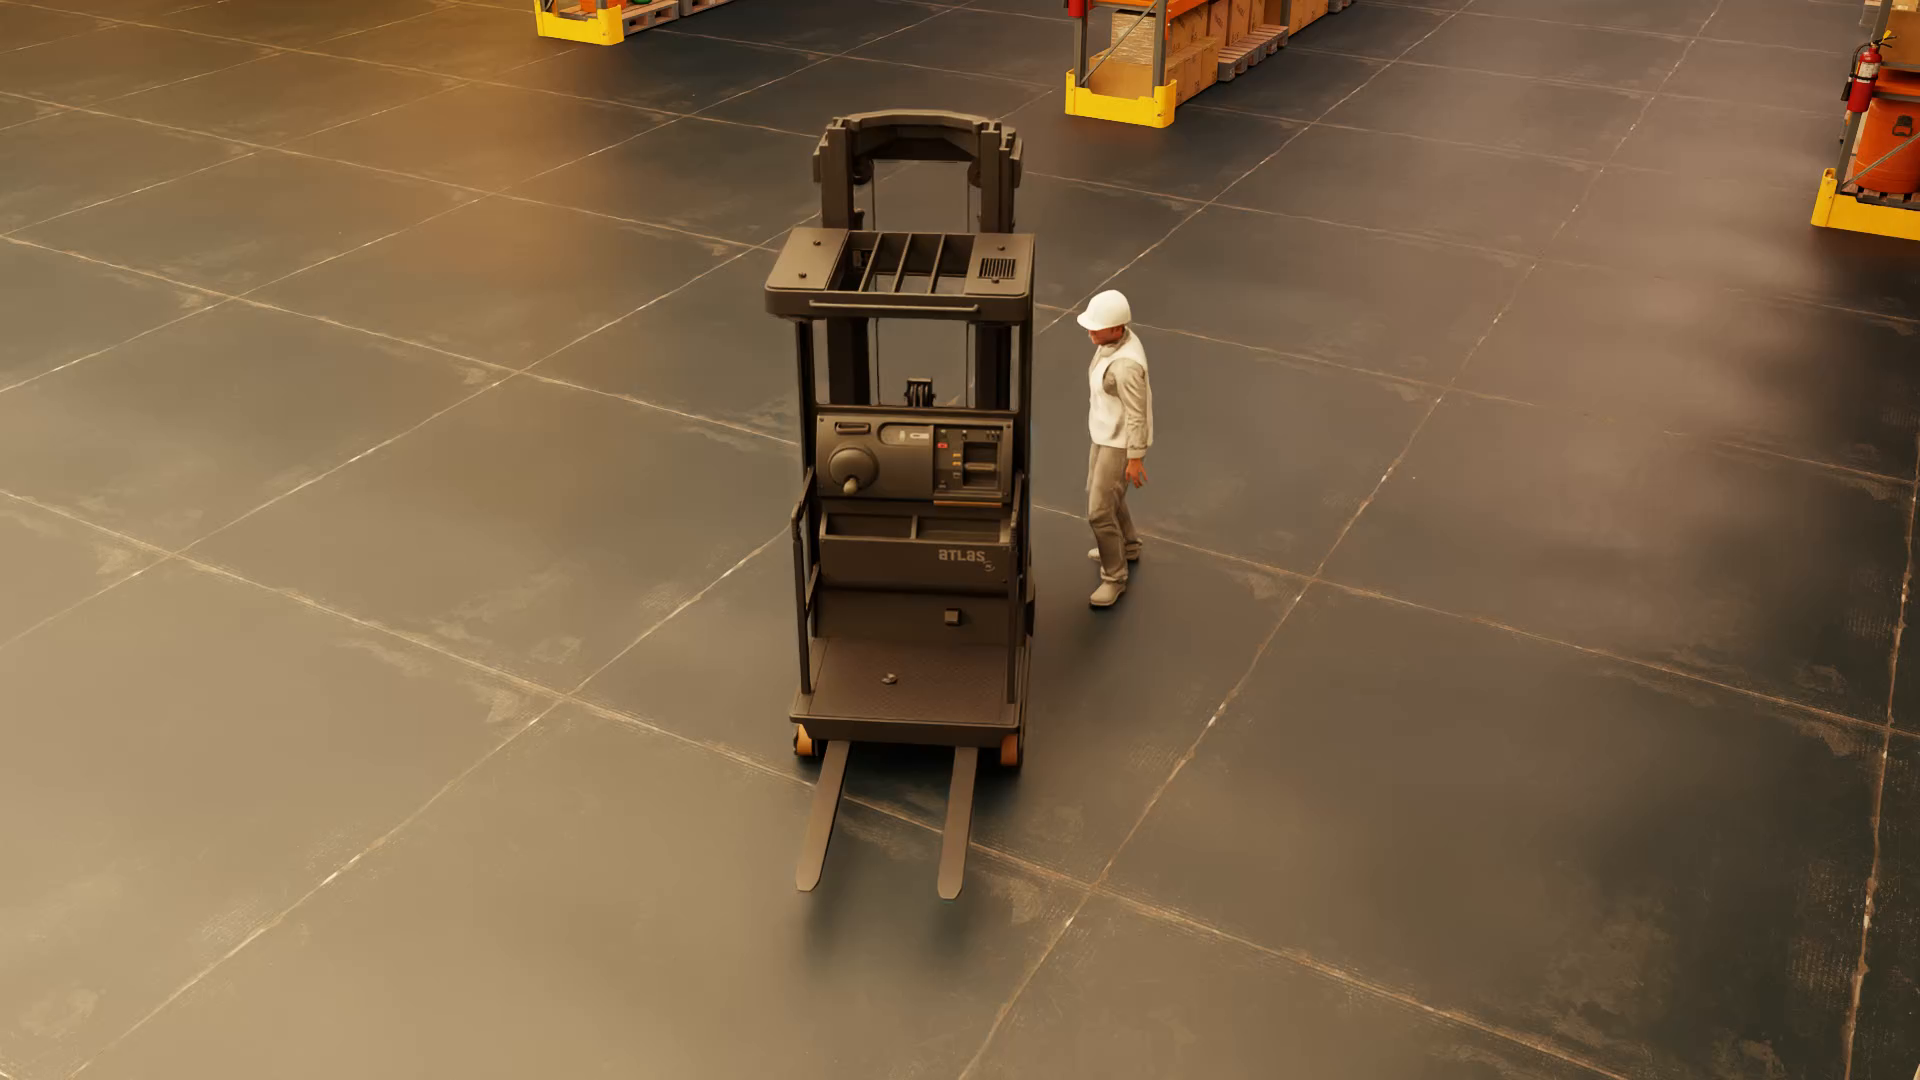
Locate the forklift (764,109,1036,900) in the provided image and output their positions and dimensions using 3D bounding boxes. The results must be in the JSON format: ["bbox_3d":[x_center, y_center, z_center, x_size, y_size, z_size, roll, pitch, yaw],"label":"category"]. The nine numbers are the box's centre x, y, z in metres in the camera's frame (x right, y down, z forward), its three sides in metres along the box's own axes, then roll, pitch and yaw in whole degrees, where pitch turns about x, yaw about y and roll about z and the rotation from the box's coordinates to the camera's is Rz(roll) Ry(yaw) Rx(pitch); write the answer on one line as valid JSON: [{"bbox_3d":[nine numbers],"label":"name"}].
[{"bbox_3d":[-0.230,-0.342,7.663,1.130,2.935,3.031,2,30,4],"label":"forklift"}]

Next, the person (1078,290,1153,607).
[{"bbox_3d":[0.853,-0.571,9.265,0.459,1.745,0.853,-2,30,-4],"label":"person"}]
